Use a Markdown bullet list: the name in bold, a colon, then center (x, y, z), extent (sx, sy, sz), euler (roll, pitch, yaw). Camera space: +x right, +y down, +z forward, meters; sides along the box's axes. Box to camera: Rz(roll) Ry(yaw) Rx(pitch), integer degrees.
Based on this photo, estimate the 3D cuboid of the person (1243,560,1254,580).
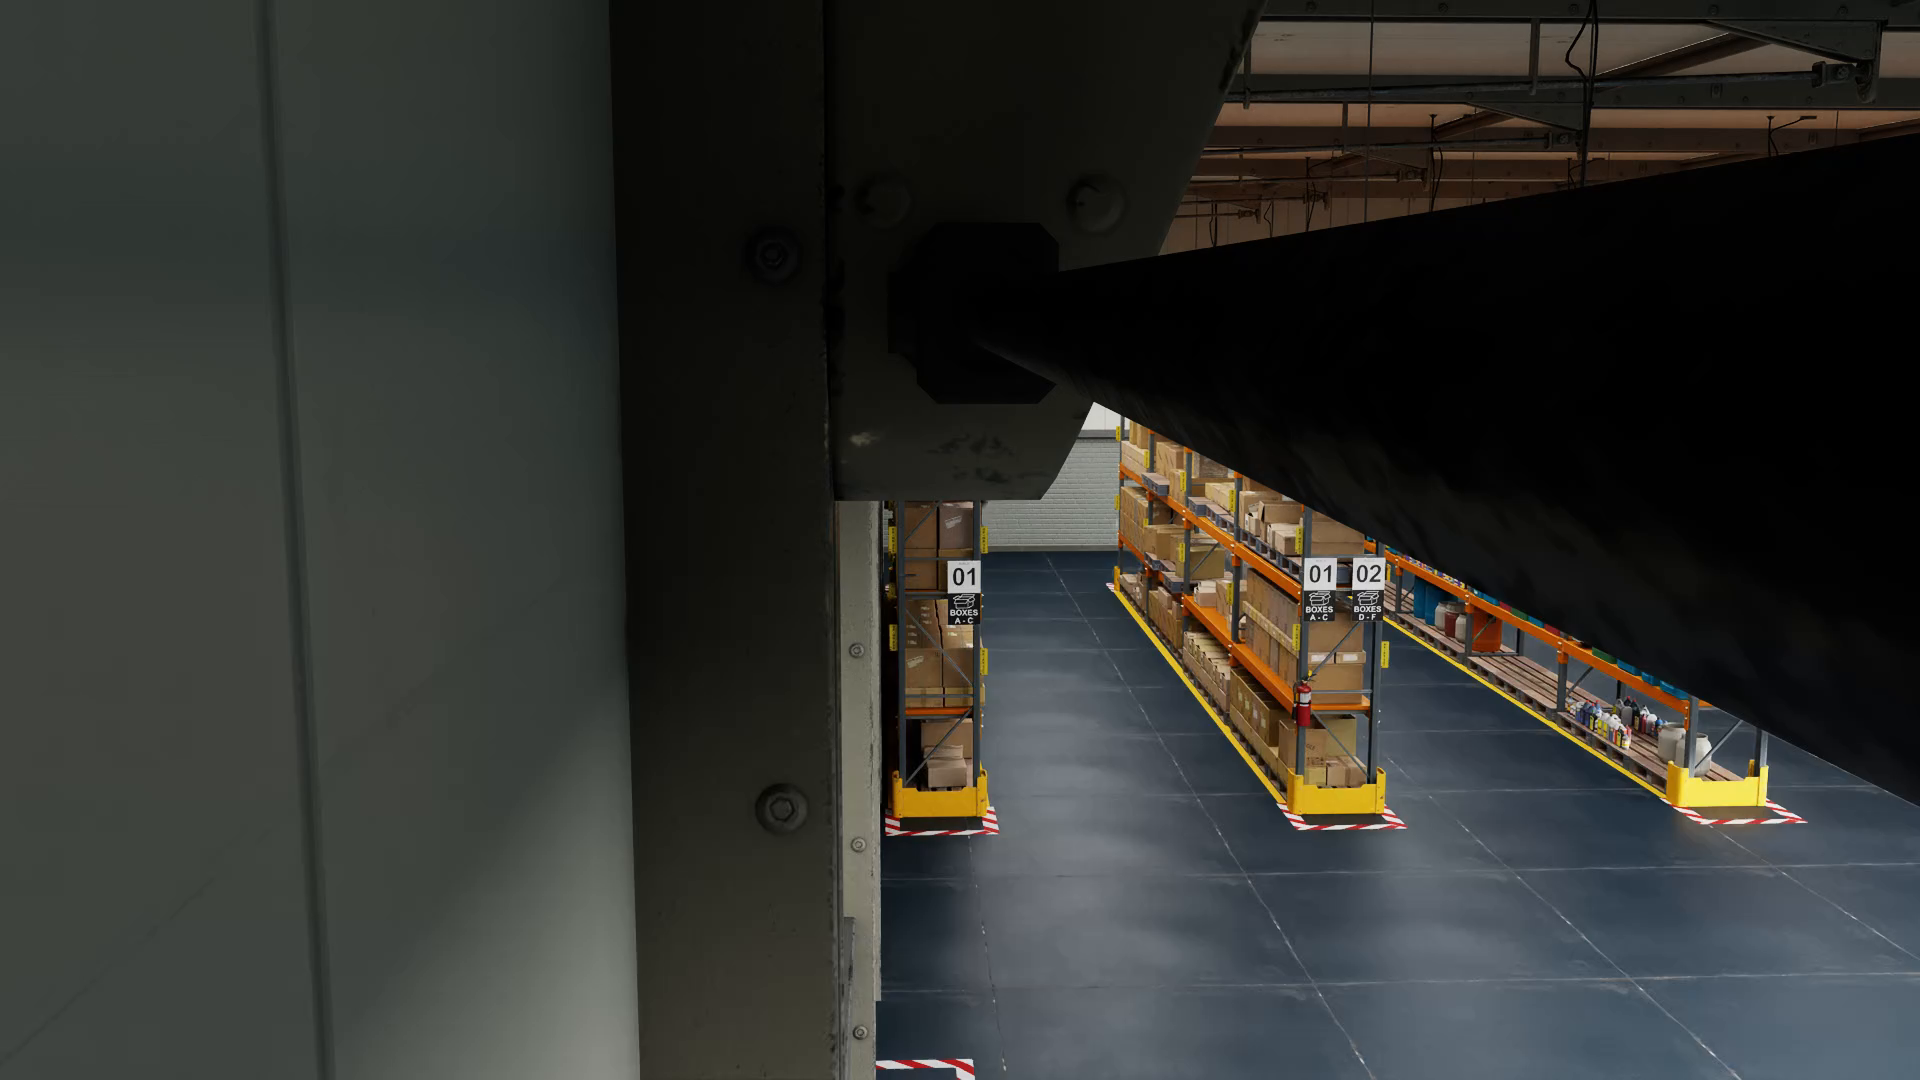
- **person**: center (6.055, 0.612, 34.228), extent (0.626, 1.623, 0.553), euler (-1, 8, -6)
